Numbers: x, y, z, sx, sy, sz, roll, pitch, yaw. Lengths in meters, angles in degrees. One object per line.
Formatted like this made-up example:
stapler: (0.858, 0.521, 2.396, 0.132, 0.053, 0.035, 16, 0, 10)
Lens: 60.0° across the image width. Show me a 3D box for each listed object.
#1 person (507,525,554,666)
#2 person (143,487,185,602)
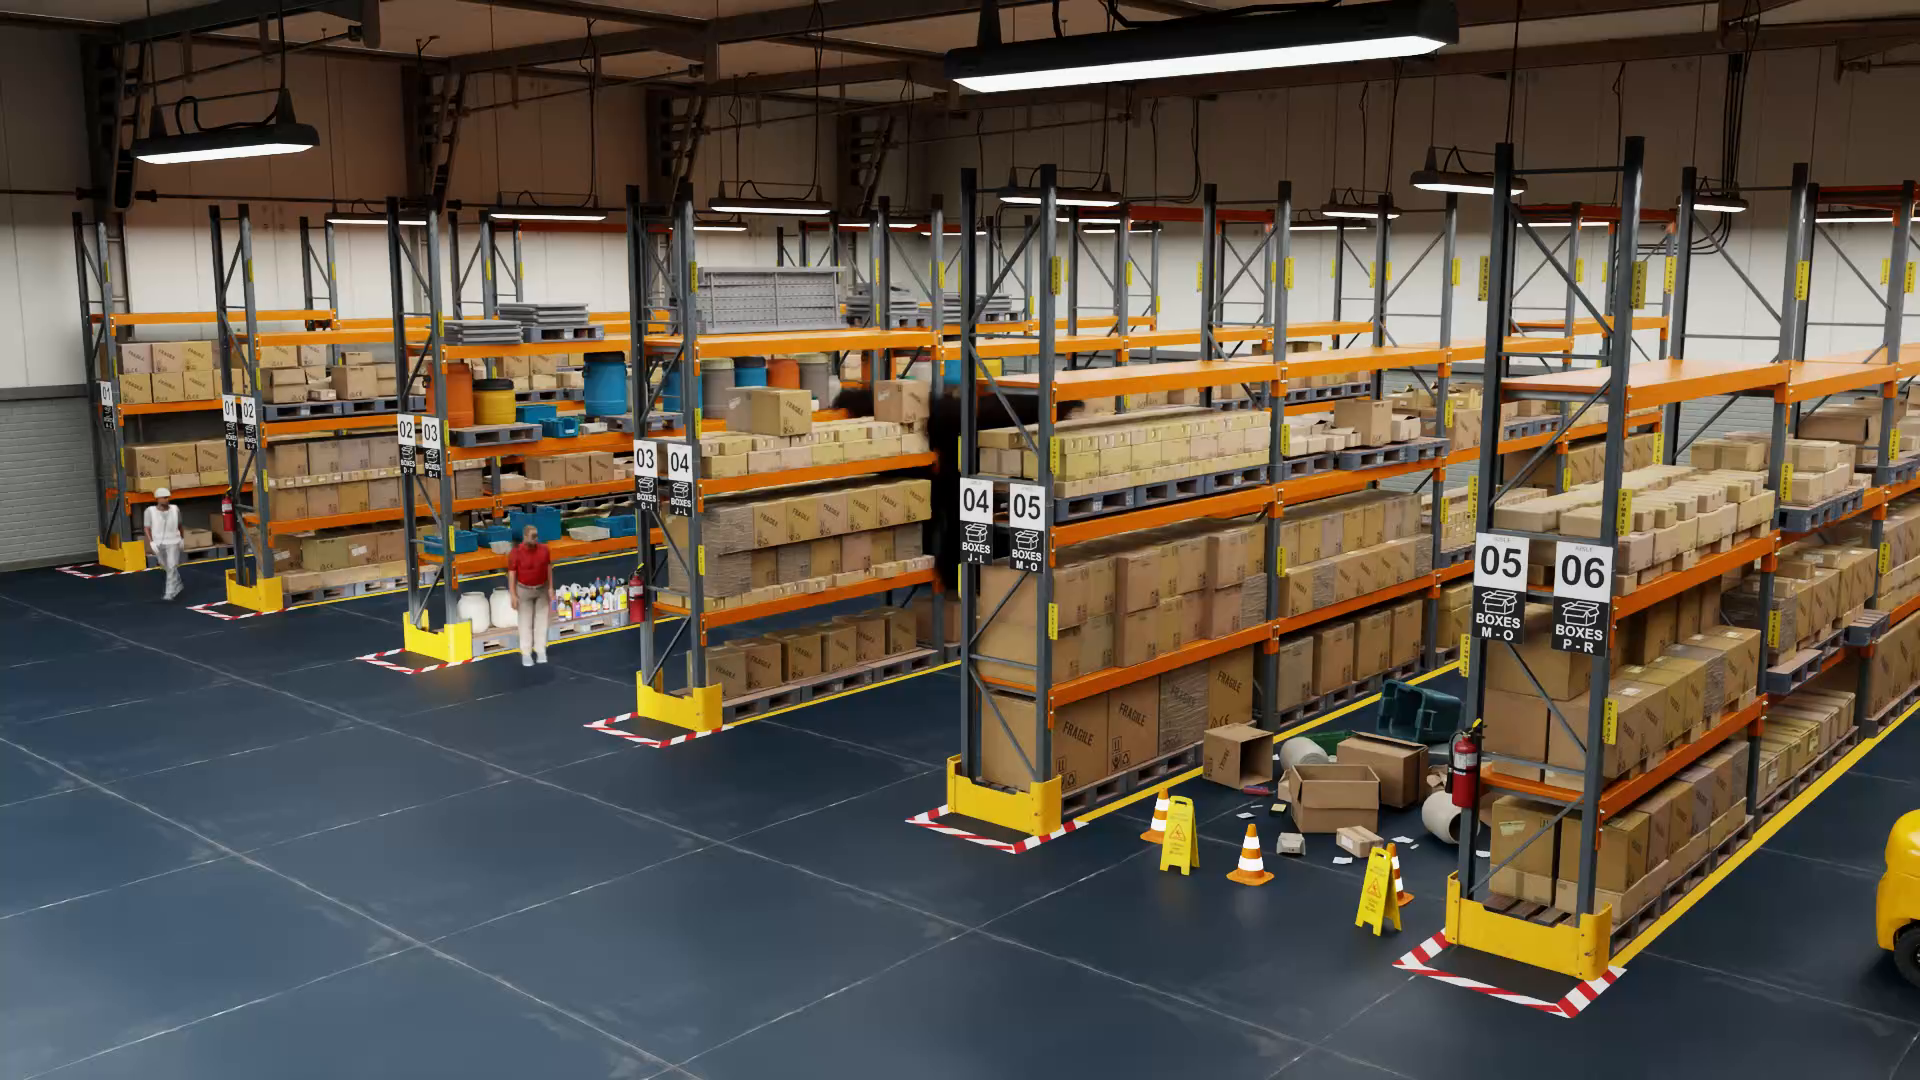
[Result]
person: (-5.254, 0.663, 20.371, 0.576, 1.735, 0.394, -7, 12, -36)
person: (-12.253, 0.056, 25.555, 0.488, 1.722, 1.106, -2, 10, -10)
